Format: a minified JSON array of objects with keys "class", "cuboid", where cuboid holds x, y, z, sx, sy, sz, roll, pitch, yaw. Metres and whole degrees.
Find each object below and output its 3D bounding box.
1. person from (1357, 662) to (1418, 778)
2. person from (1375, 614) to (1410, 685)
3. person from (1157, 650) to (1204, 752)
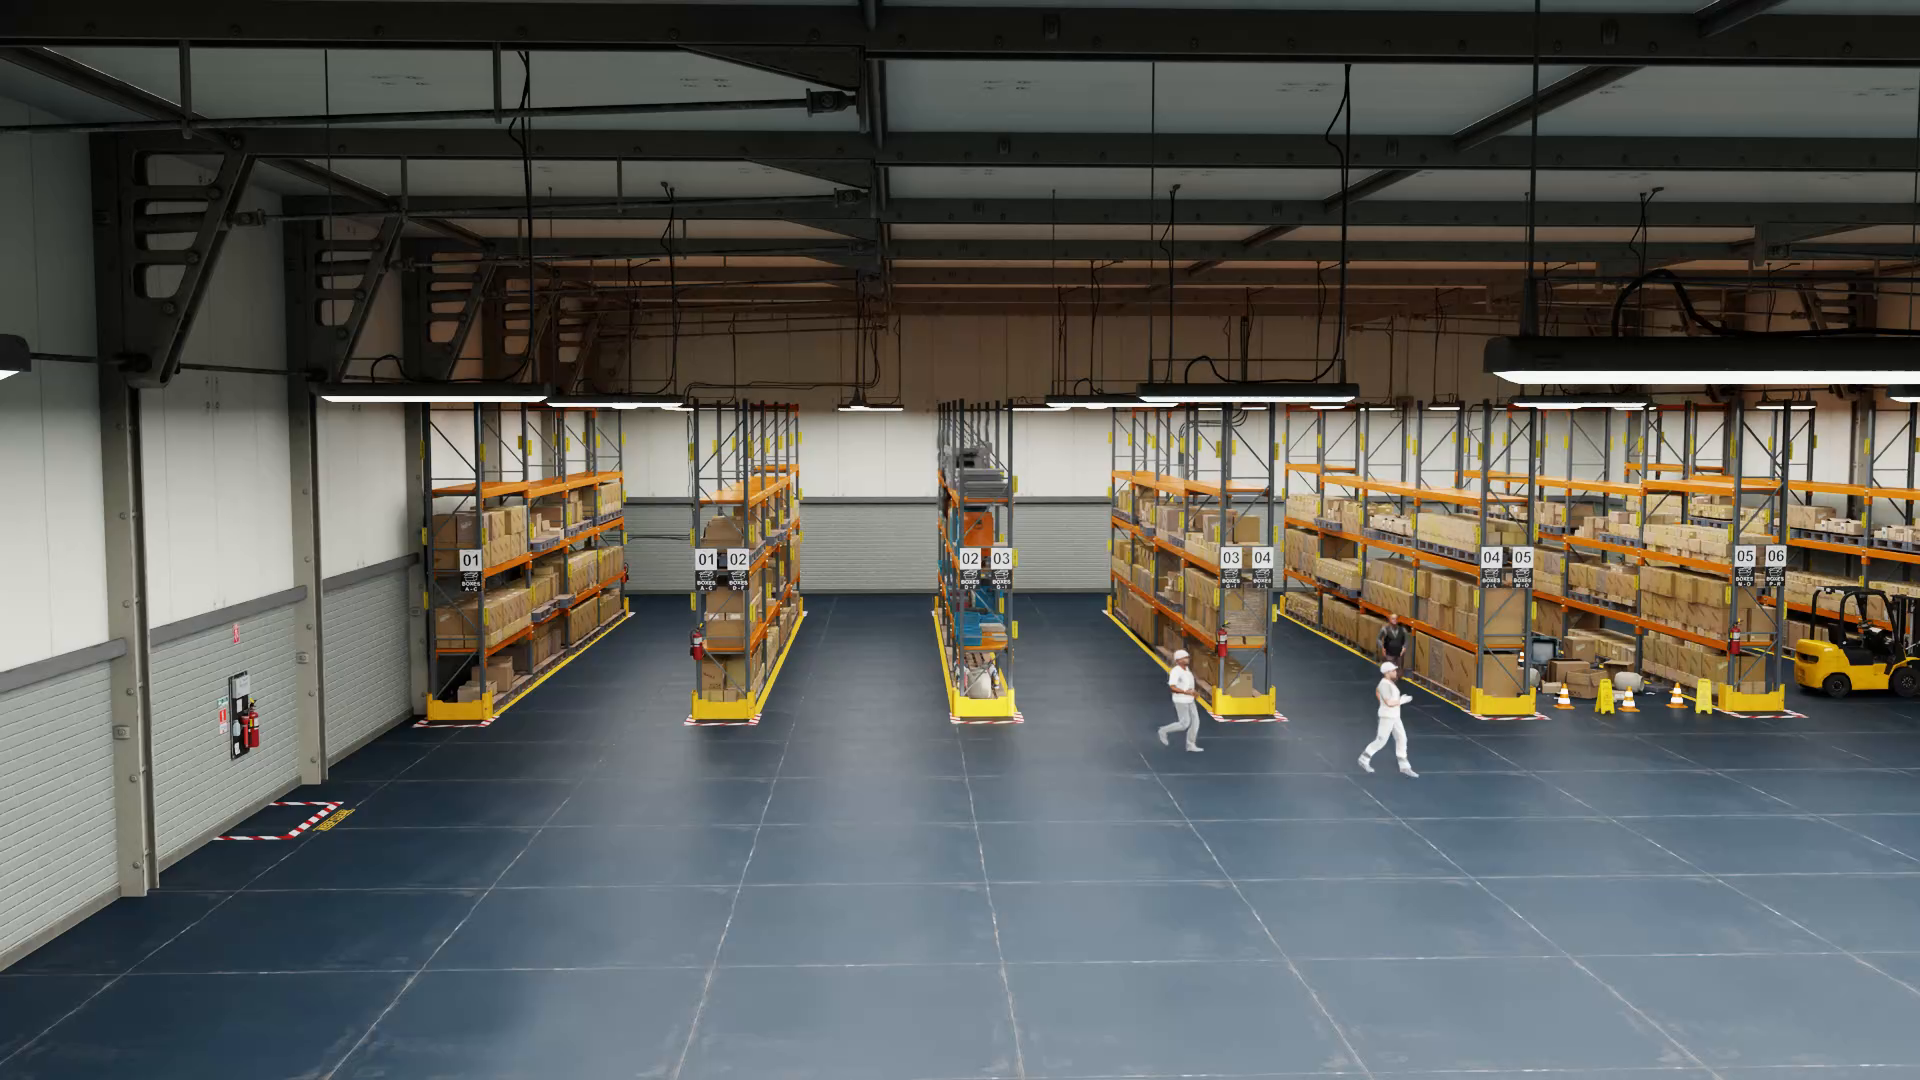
[{"class":"person","cuboid":[6.744,2.815,26.164,0.937,1.804,0.657,2,5,27]},{"class":"person","cuboid":[8.718,2.334,33.479,0.673,1.700,0.789,0,4,1]},{"class":"person","cuboid":[3.760,2.721,28.172,0.795,1.733,0.712,2,5,30]}]
